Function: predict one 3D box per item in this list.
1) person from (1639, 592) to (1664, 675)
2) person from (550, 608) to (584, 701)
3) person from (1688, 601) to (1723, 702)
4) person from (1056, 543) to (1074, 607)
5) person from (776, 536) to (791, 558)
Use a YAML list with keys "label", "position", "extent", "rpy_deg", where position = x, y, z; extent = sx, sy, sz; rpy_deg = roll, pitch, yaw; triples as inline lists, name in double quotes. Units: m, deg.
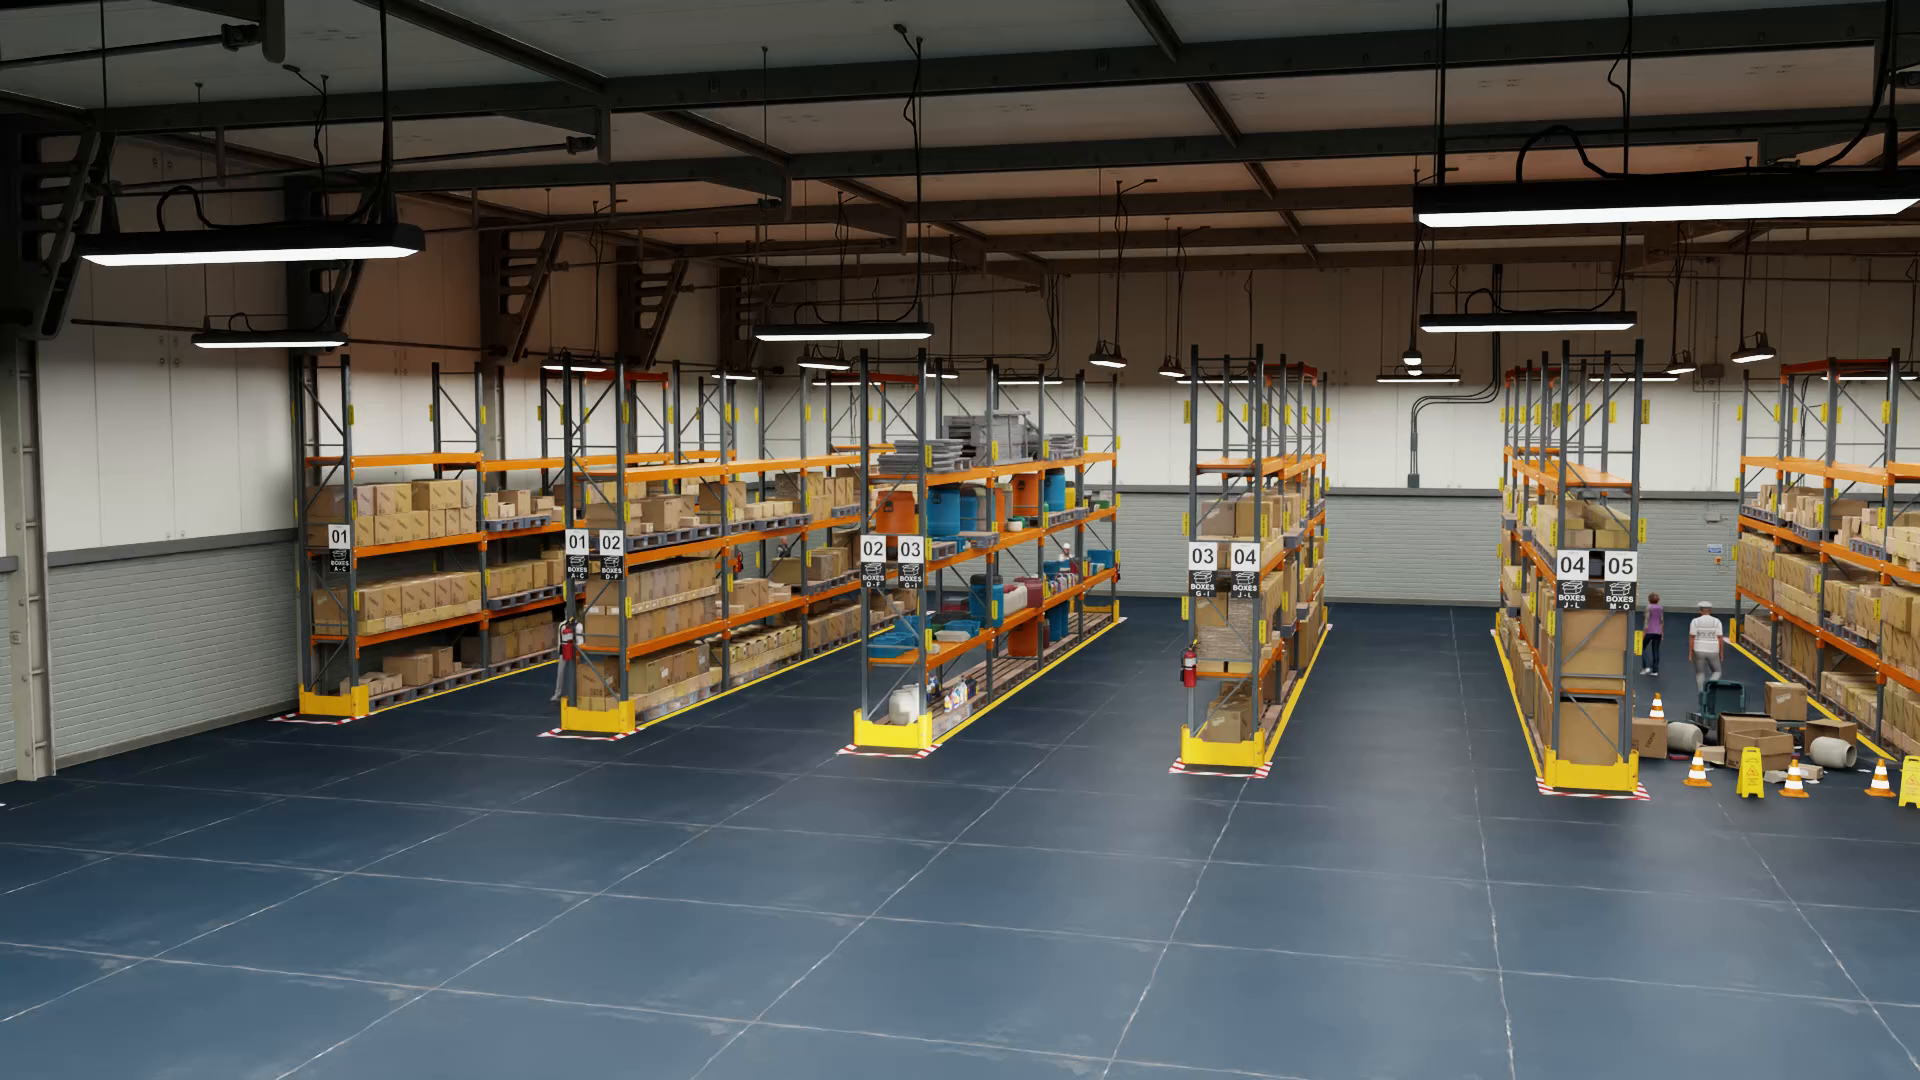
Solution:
- label: "person"
  position: [13.318, 1.816, 31.970]
  extent: [0.446, 1.614, 0.371]
  rpy_deg: [-1, 4, -11]
- label: "person"
  position: [-6.840, 1.984, 29.096]
  extent: [0.468, 1.627, 0.951]
  rpy_deg: [0, 4, -1]
- label: "person"
  position: [12.983, 1.959, 28.917]
  extent: [0.586, 1.756, 0.532]
  rpy_deg: [1, 5, 19]
- label: "person"
  position: [2.664, 0.954, 42.335]
  extent: [0.569, 1.745, 1.071]
  rpy_deg: [3, 5, 36]
- label: "person"
  position: [-4.733, 0.768, 44.886]
  extent: [0.429, 1.725, 0.559]
  rpy_deg: [1, 4, 16]
